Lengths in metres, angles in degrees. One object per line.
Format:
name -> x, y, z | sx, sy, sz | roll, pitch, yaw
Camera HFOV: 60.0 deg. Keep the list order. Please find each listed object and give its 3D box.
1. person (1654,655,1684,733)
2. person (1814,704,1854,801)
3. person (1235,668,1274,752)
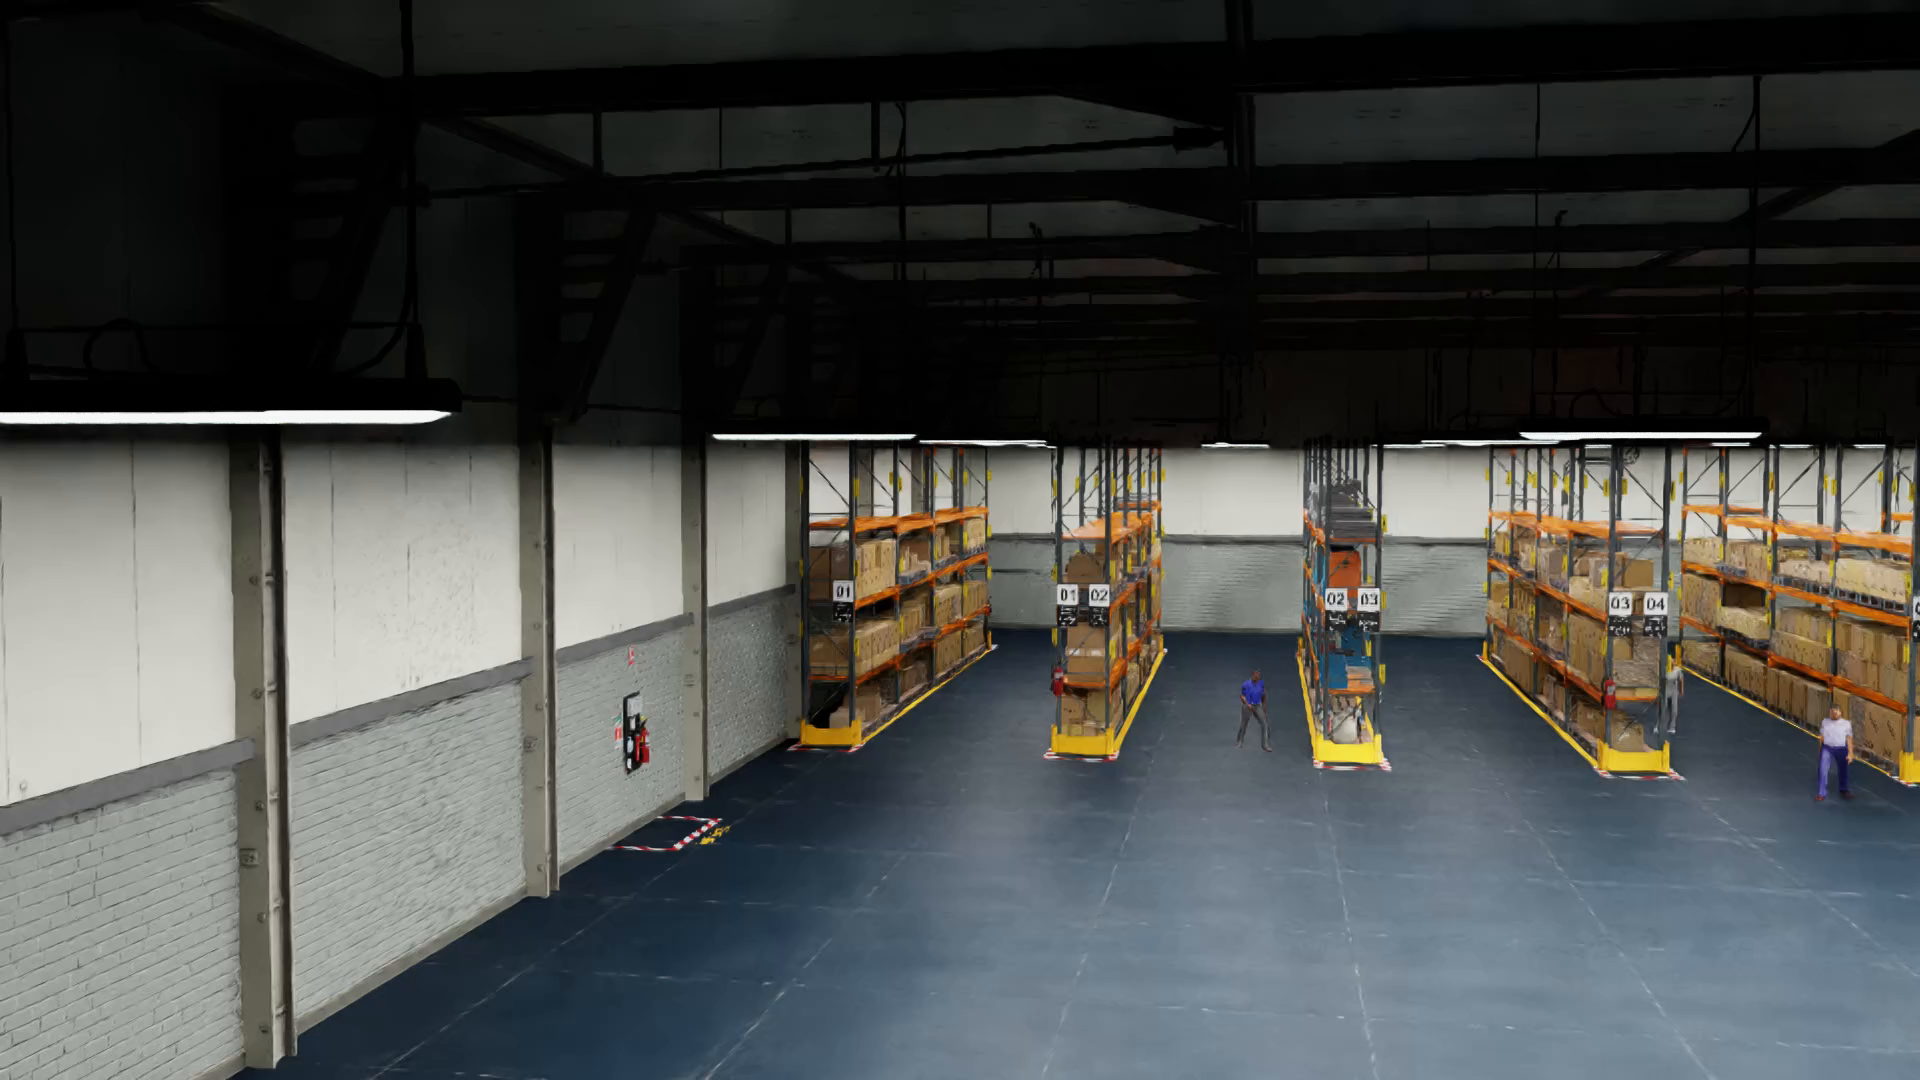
person -> 14.299, 3.104, 33.570 | 0.580, 1.618, 0.507 | 0, 3, 8
person -> 14.315, 3.457, 27.189 | 0.526, 1.590, 0.944 | 2, 4, 33
person -> 5.595, 3.203, 31.677 | 0.612, 1.588, 0.825 | 0, 3, -7
